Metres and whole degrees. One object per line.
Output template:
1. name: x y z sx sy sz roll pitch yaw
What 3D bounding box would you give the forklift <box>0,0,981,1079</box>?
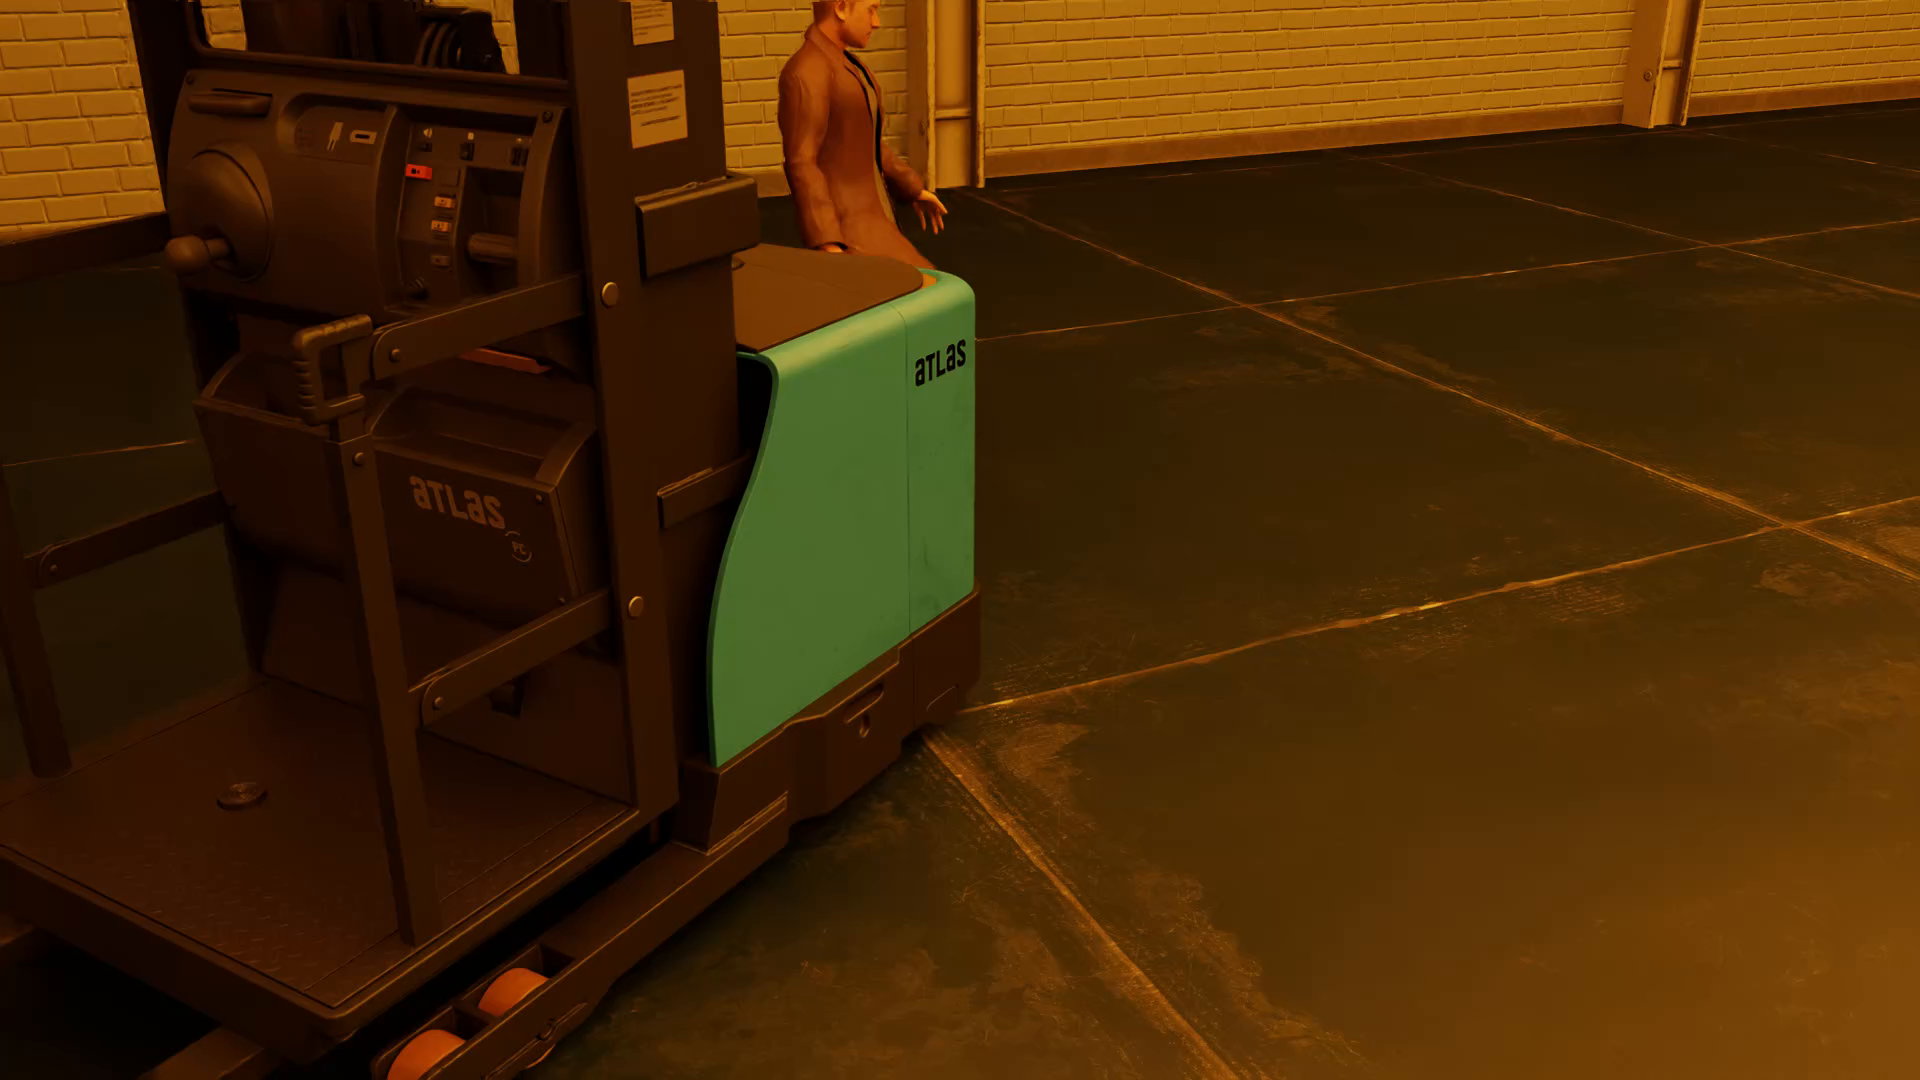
1. forklift: -1.144 -0.575 2.670 1.130 2.935 3.031 13 26 29

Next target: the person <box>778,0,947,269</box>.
1. person: -0.343 -0.998 5.457 0.671 1.619 0.990 3 23 8
